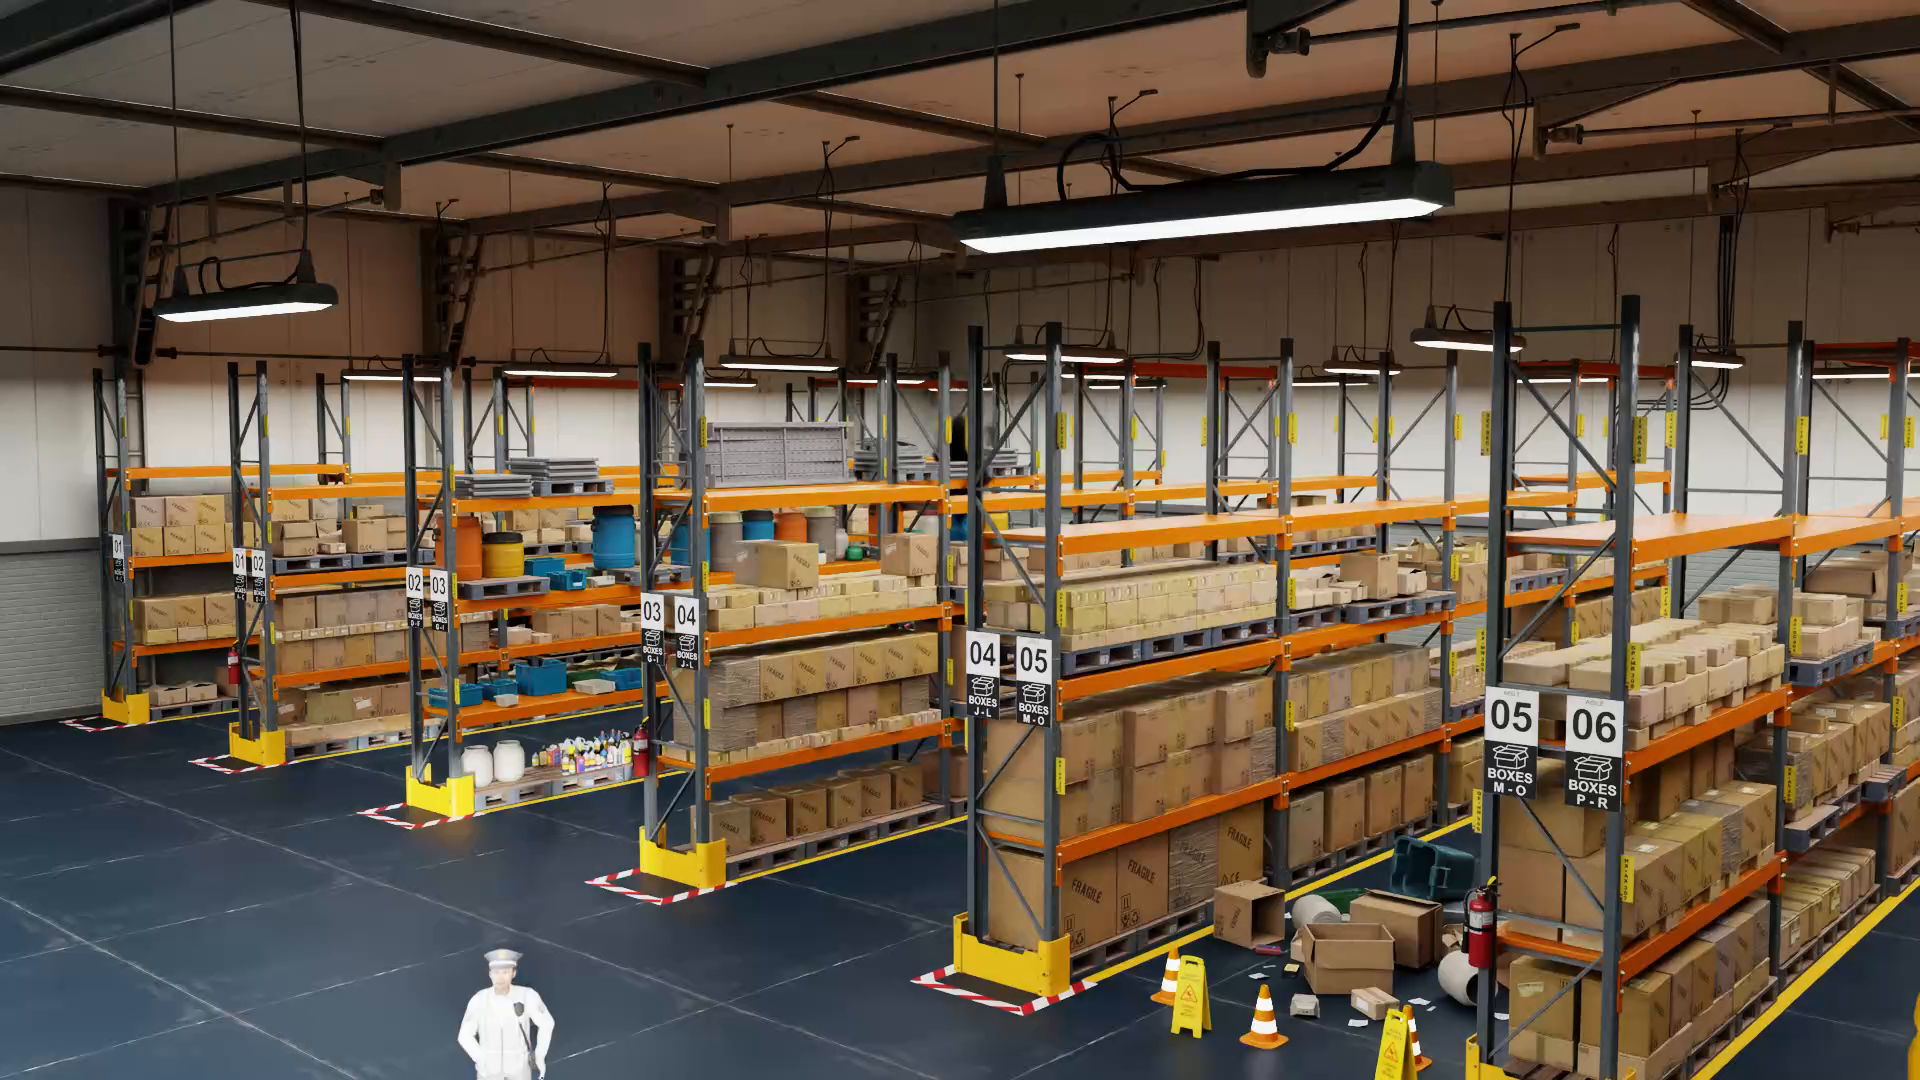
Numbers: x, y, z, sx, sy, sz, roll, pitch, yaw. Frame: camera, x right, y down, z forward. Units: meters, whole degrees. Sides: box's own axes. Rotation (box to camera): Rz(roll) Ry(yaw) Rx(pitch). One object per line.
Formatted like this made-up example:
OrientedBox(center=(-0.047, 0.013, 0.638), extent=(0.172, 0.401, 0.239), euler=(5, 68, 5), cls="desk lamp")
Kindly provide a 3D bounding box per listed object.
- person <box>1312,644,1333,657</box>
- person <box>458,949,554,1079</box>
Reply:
OrientedBox(center=(5.599, 2.378, 25.727), extent=(0.662, 1.744, 0.657), euler=(3, 5, 31), cls="person")
OrientedBox(center=(-3.031, 3.535, 11.096), extent=(0.614, 1.653, 0.550), euler=(-1, 4, -8), cls="person")
